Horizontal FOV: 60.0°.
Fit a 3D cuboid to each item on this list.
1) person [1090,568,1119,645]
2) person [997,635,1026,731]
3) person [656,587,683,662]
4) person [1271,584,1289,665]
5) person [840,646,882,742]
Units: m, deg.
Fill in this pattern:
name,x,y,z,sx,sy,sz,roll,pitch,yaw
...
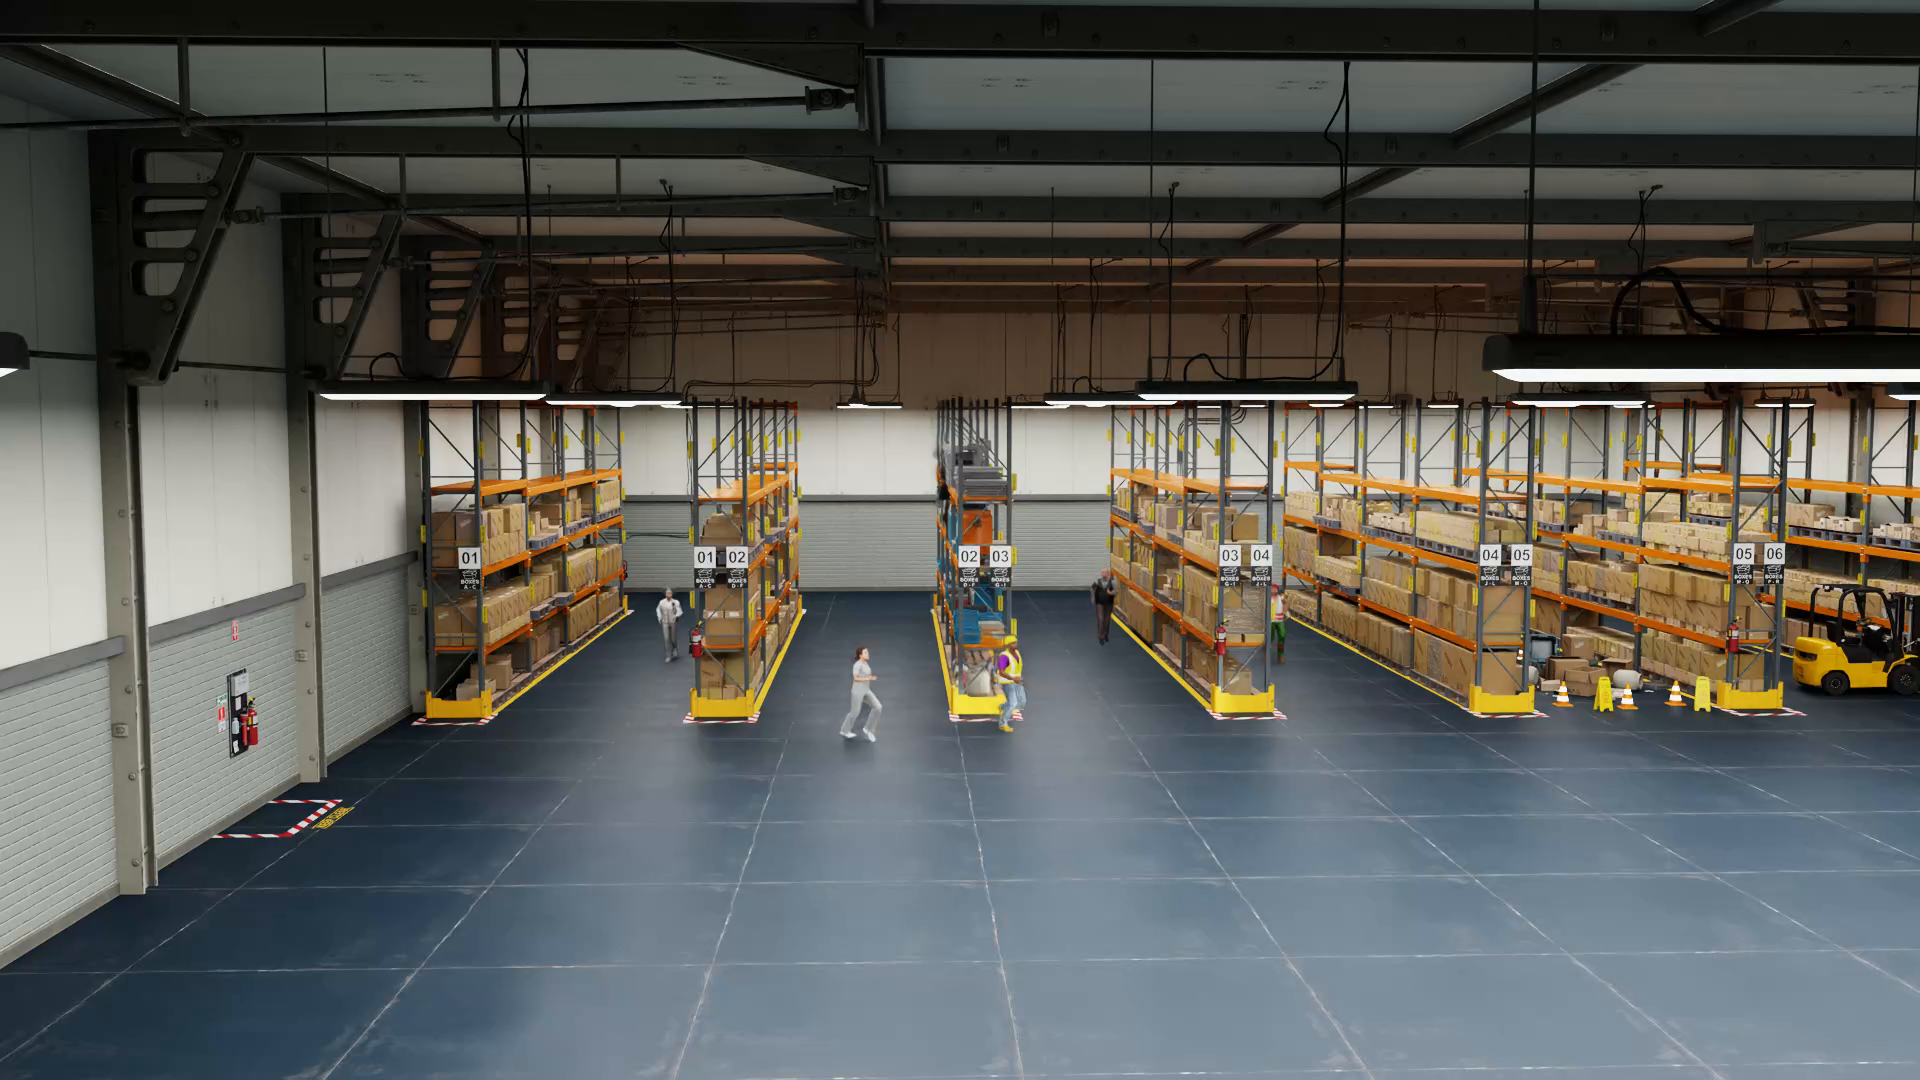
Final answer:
name,x,y,z,sx,sy,sz,roll,pitch,yaw
person,3.388,1.541,38.960,0.645,1.732,0.841,0,4,-1
person,0.932,2.564,29.864,0.647,1.724,0.739,3,5,33
person,-6.698,1.926,38.304,0.620,1.701,0.753,0,4,-2
person,7.219,1.892,38.021,0.667,1.793,0.914,0,4,-4
person,-1.759,2.676,28.825,0.772,1.688,0.548,2,5,28
